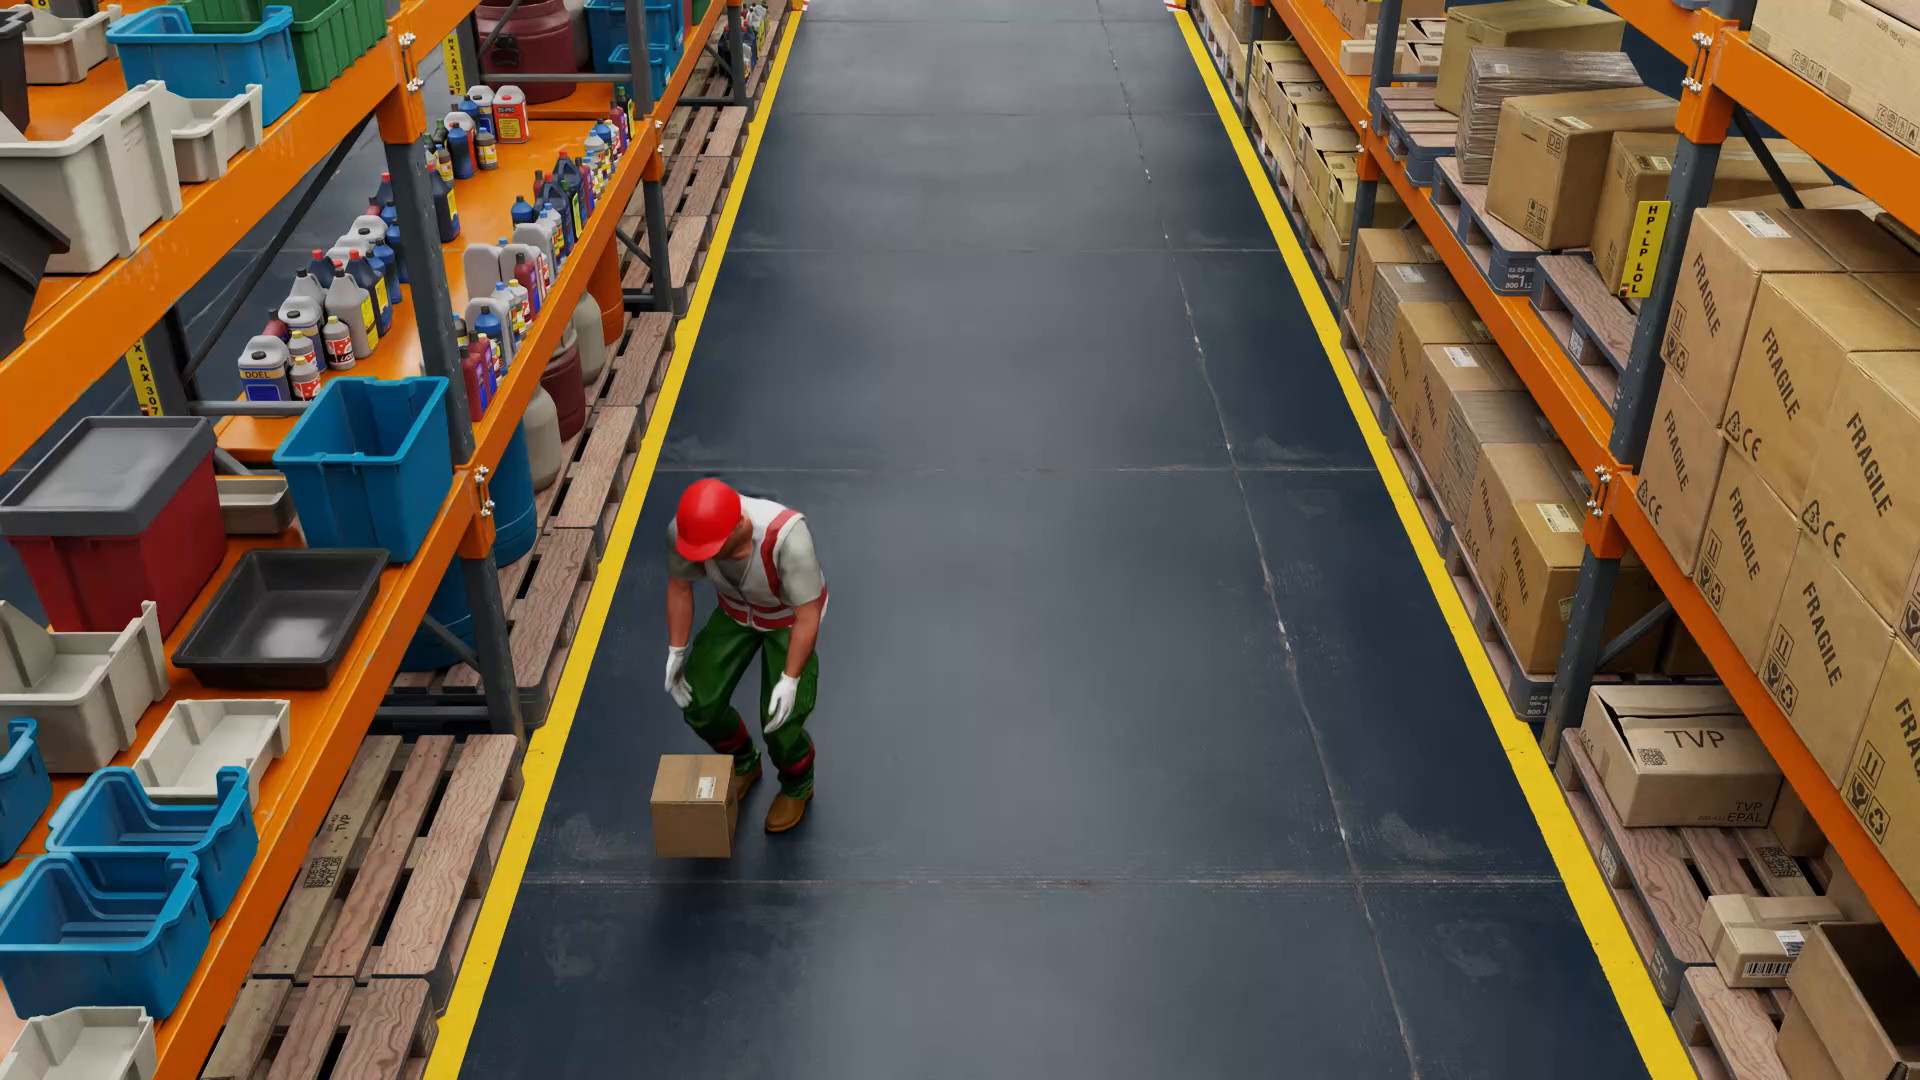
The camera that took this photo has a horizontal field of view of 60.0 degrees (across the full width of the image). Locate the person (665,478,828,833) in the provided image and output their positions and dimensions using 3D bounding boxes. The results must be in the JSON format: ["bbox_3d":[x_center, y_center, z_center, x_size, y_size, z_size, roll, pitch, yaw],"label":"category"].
[{"bbox_3d":[-0.715,0.357,5.803,0.581,1.498,0.711,13,34,20],"label":"person"}]
